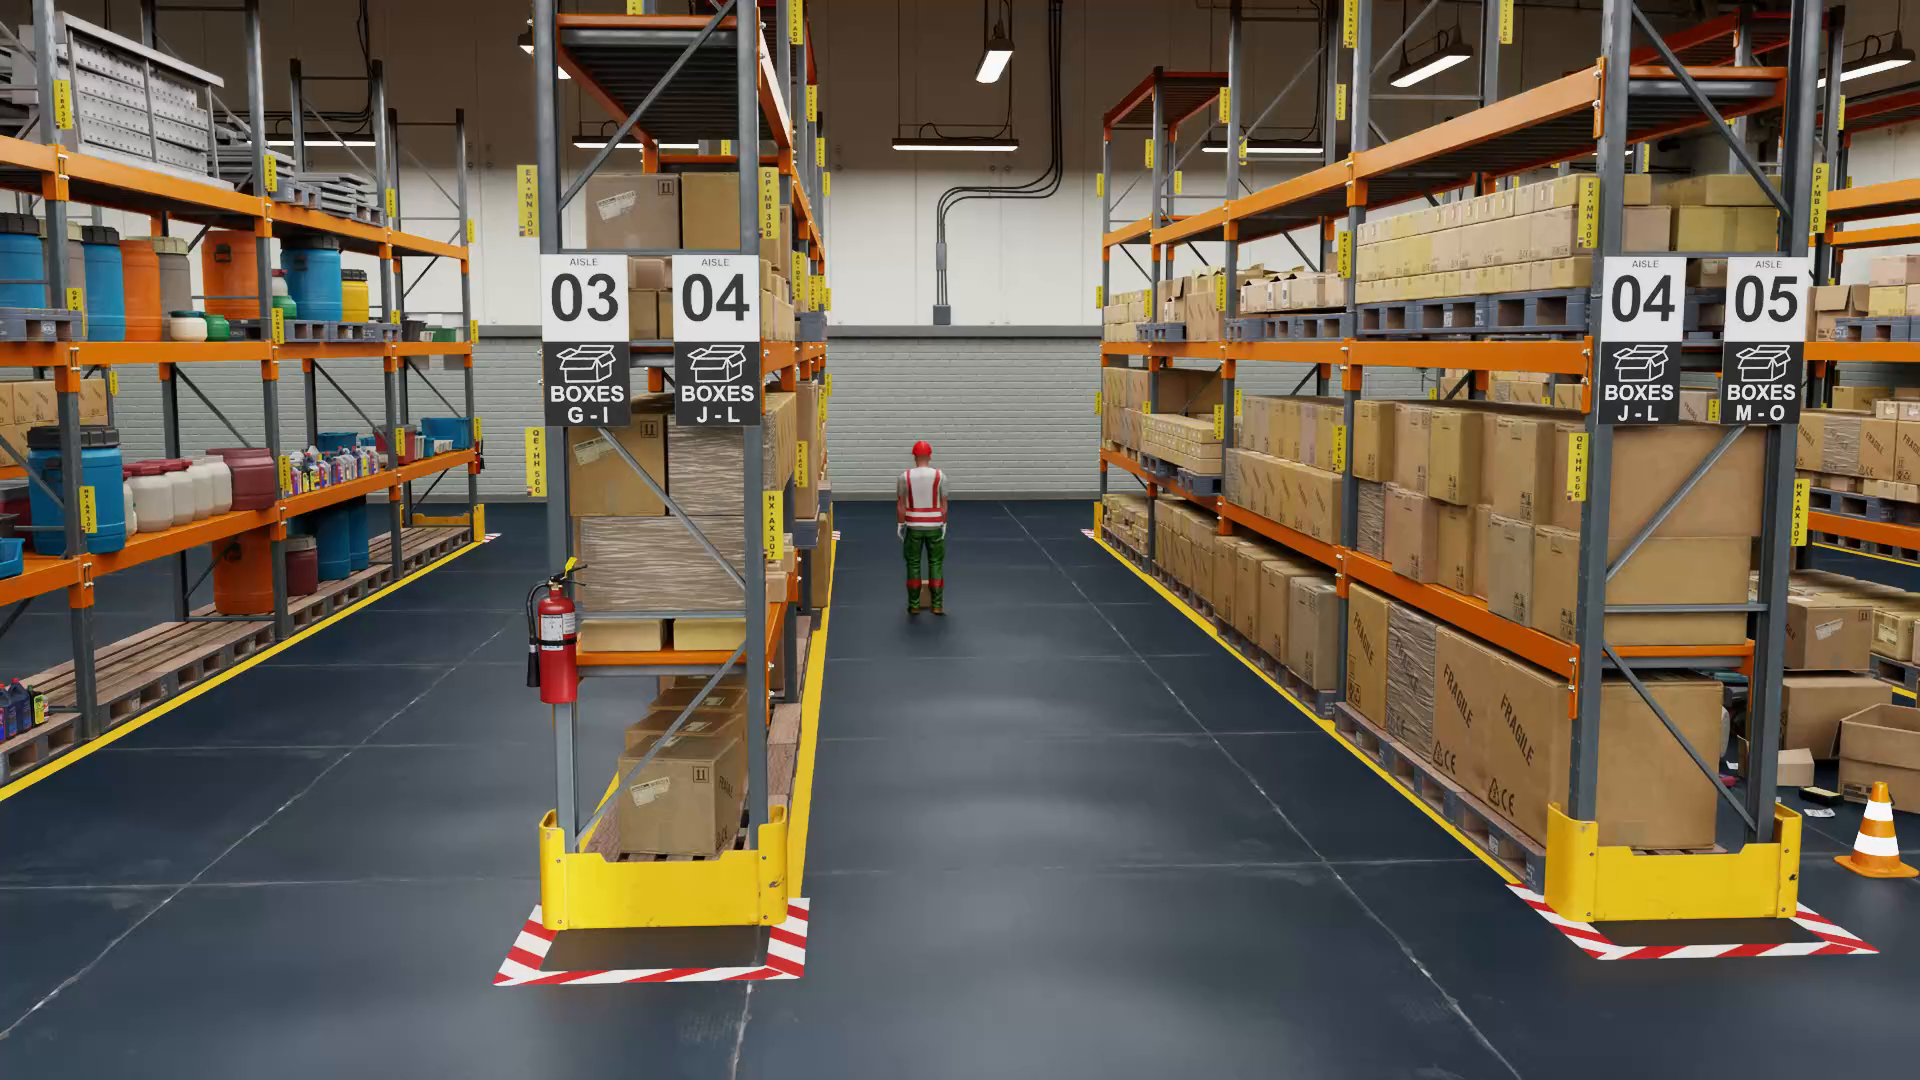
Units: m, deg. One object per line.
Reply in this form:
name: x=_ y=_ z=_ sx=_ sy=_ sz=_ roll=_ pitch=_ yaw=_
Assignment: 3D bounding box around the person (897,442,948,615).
person: x=-0.388 y=-0.123 z=17.237 sx=0.527 sy=1.785 sz=0.344 roll=0 pitch=7 yaw=-3
